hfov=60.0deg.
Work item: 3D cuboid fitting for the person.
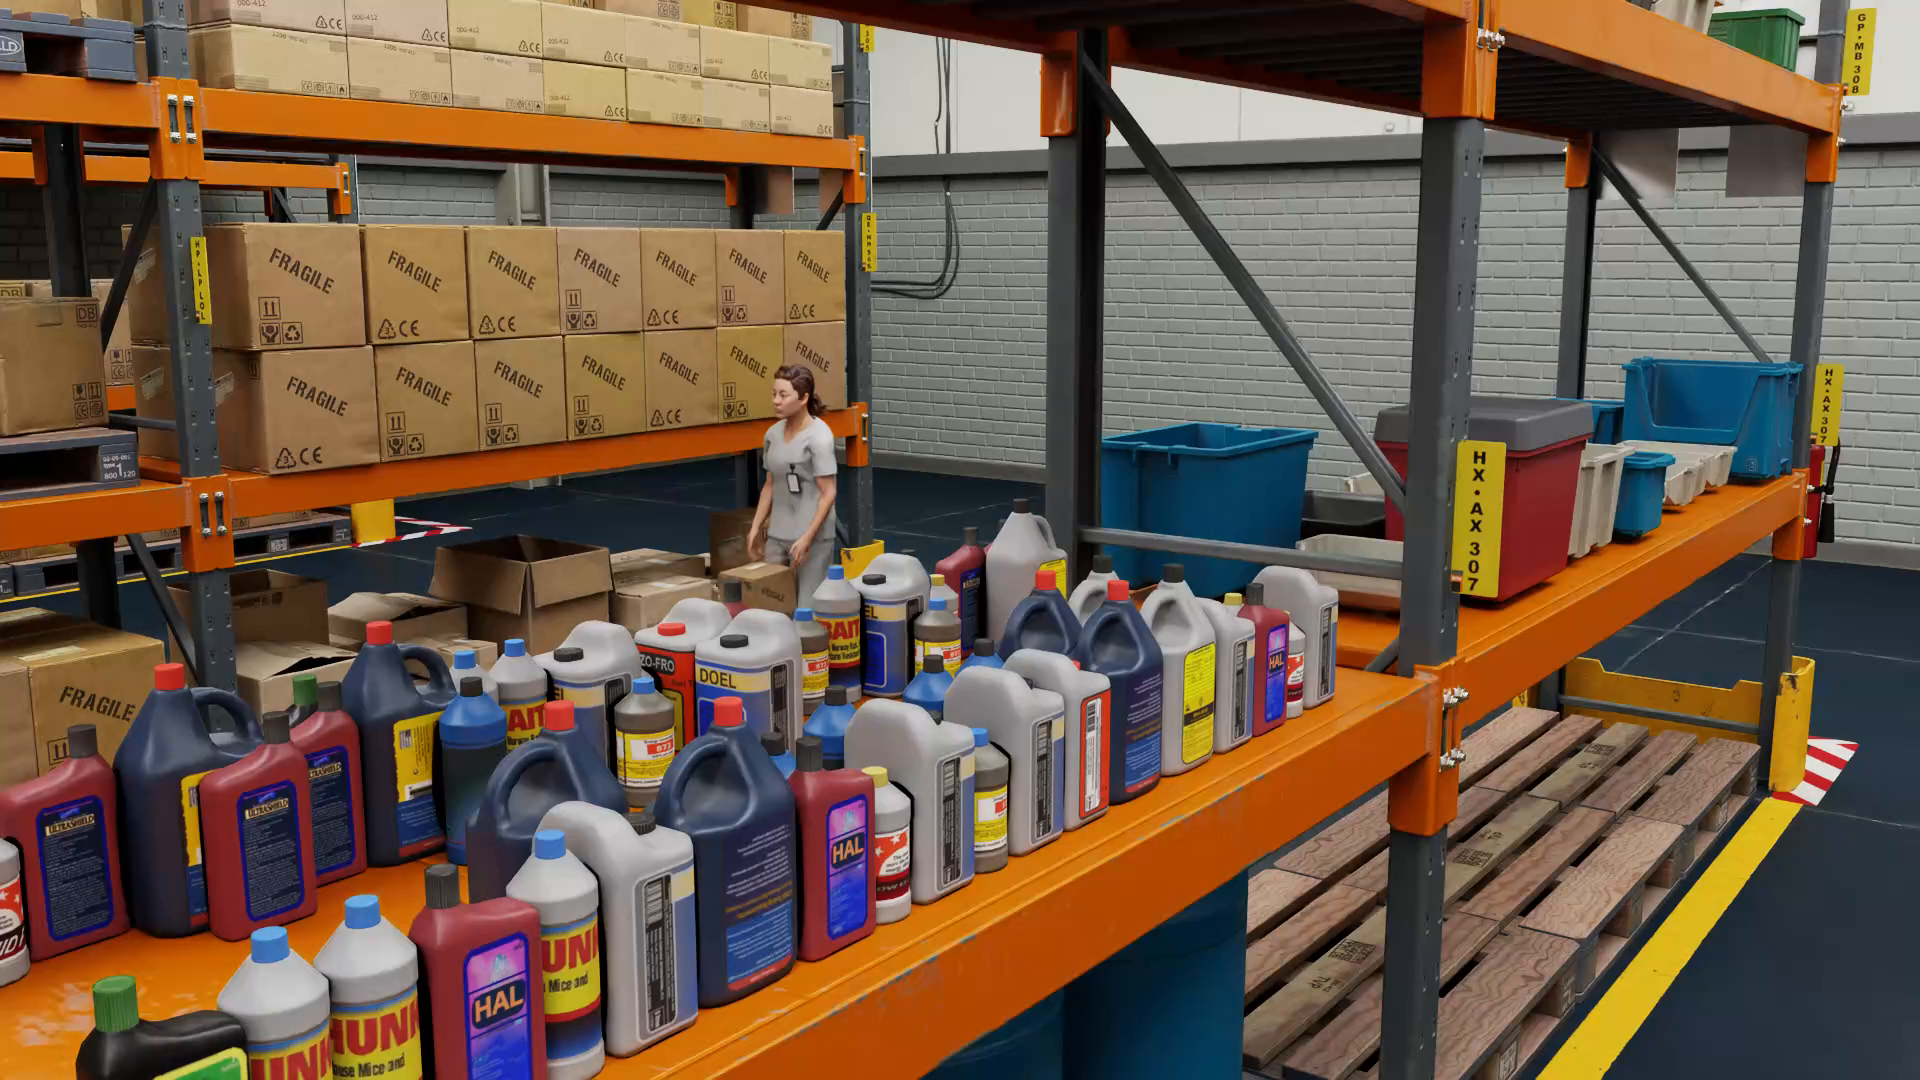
[{"bbox_3d":[-0.775,0.130,7.853,0.471,1.433,0.362,9,13,42],"label":"person"}]
